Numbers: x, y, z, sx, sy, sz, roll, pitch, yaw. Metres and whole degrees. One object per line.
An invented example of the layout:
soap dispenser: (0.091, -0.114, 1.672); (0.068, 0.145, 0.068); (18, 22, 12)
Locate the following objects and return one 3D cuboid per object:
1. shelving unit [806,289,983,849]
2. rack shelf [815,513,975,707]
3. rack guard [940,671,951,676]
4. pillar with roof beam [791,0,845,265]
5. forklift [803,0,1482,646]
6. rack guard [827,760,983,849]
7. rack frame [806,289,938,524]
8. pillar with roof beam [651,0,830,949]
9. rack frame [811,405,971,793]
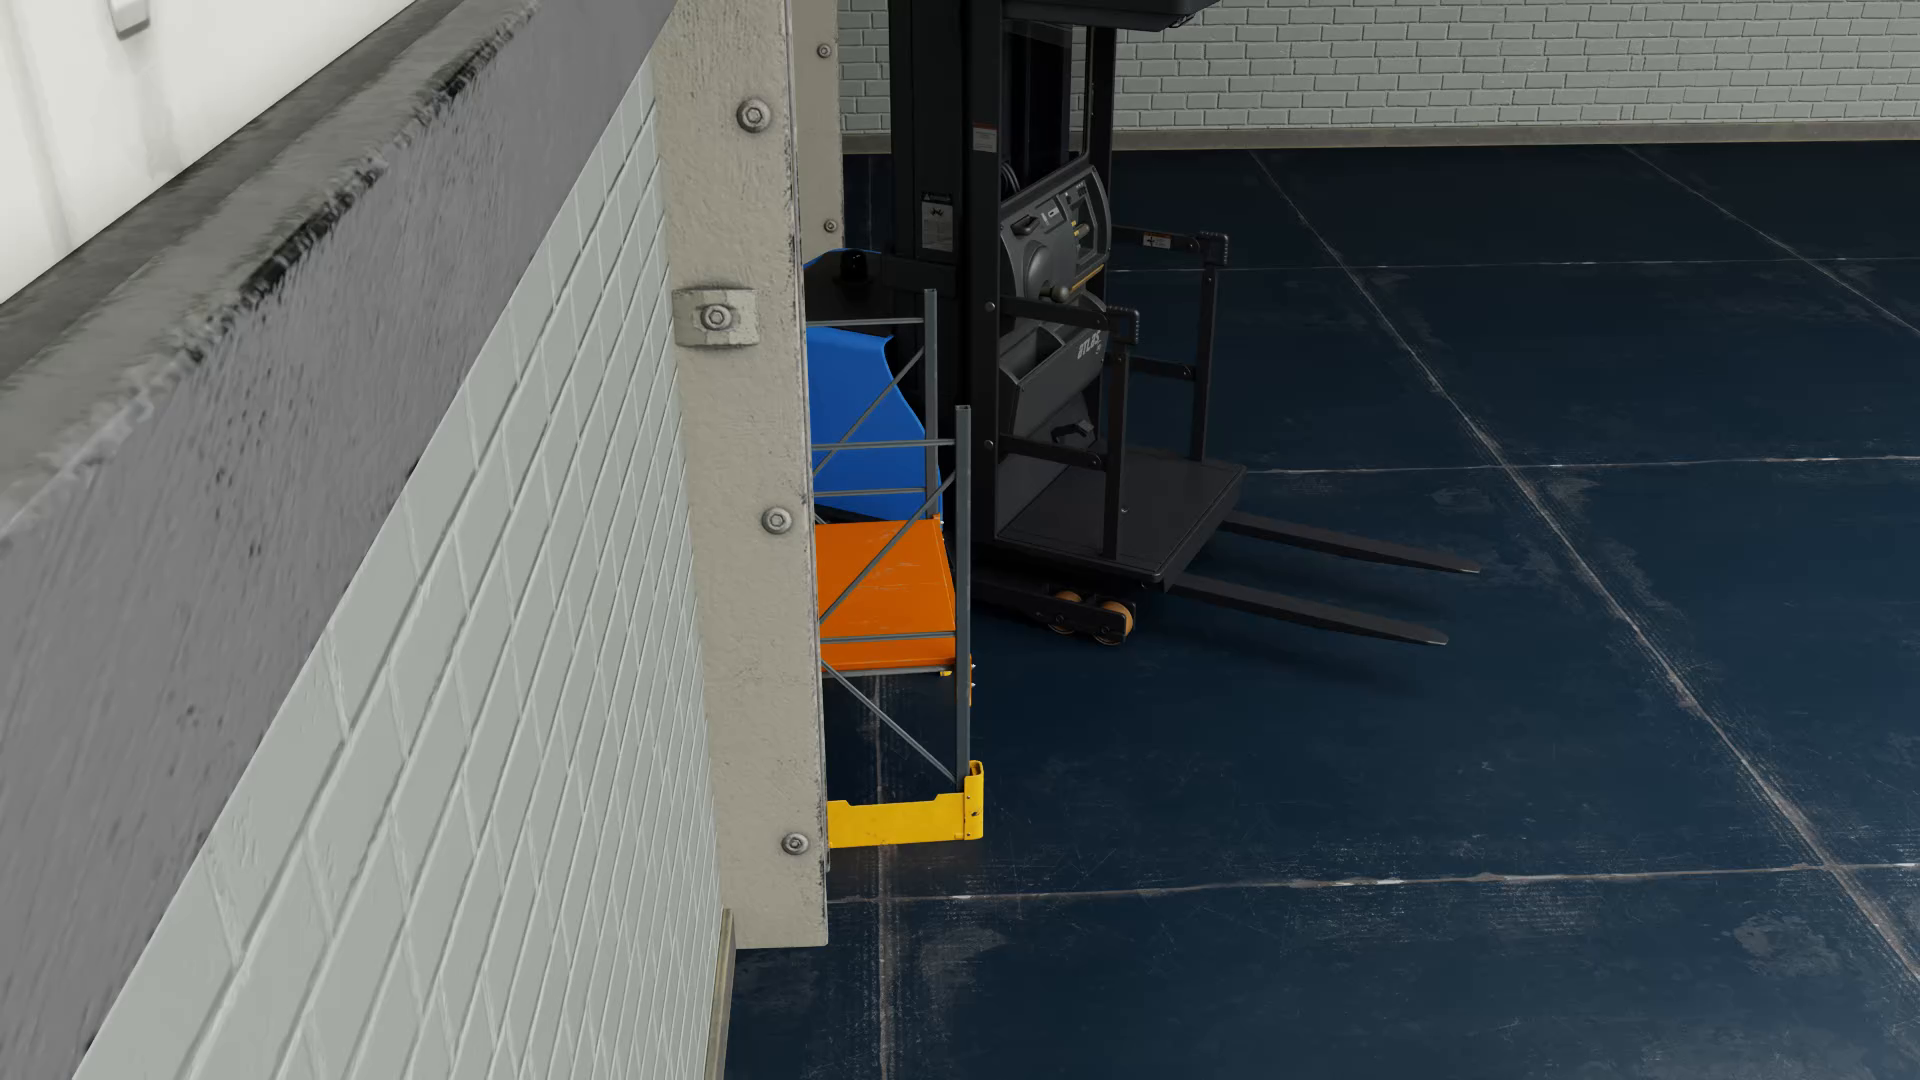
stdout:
shelving unit: (-0.273, 0.070, 5.494); (0.587, 1.500, 1.083); (-3, 28, -5)
rack shelf: (-0.274, 0.225, 5.585); (0.538, 0.185, 1.000); (-3, 28, -5)
rack guard: (-0.327, 0.395, 6.222); (0.587, 0.250, 0.087); (-3, 28, -5)
pillar with roof beam: (3.428, -5.748, 8.540); (9.100, 9.000, 0.400); (-1, 28, -3)
forklift: (0.557, -1.171, 6.326); (3.031, 2.935, 1.130); (13, 30, 23)
rack guard: (-0.220, 0.853, 5.344); (0.587, 0.250, 0.087); (-3, 28, -5)
rack frame: (-0.329, -0.168, 5.950); (0.500, 1.500, 0.032); (-3, 28, -5)
pillar with roof beam: (3.741, -2.977, 3.227); (9.100, 9.000, 0.400); (-1, 28, -3)
rack frame: (-0.220, 0.299, 5.054); (0.500, 1.500, 0.032); (-3, 28, -5)
